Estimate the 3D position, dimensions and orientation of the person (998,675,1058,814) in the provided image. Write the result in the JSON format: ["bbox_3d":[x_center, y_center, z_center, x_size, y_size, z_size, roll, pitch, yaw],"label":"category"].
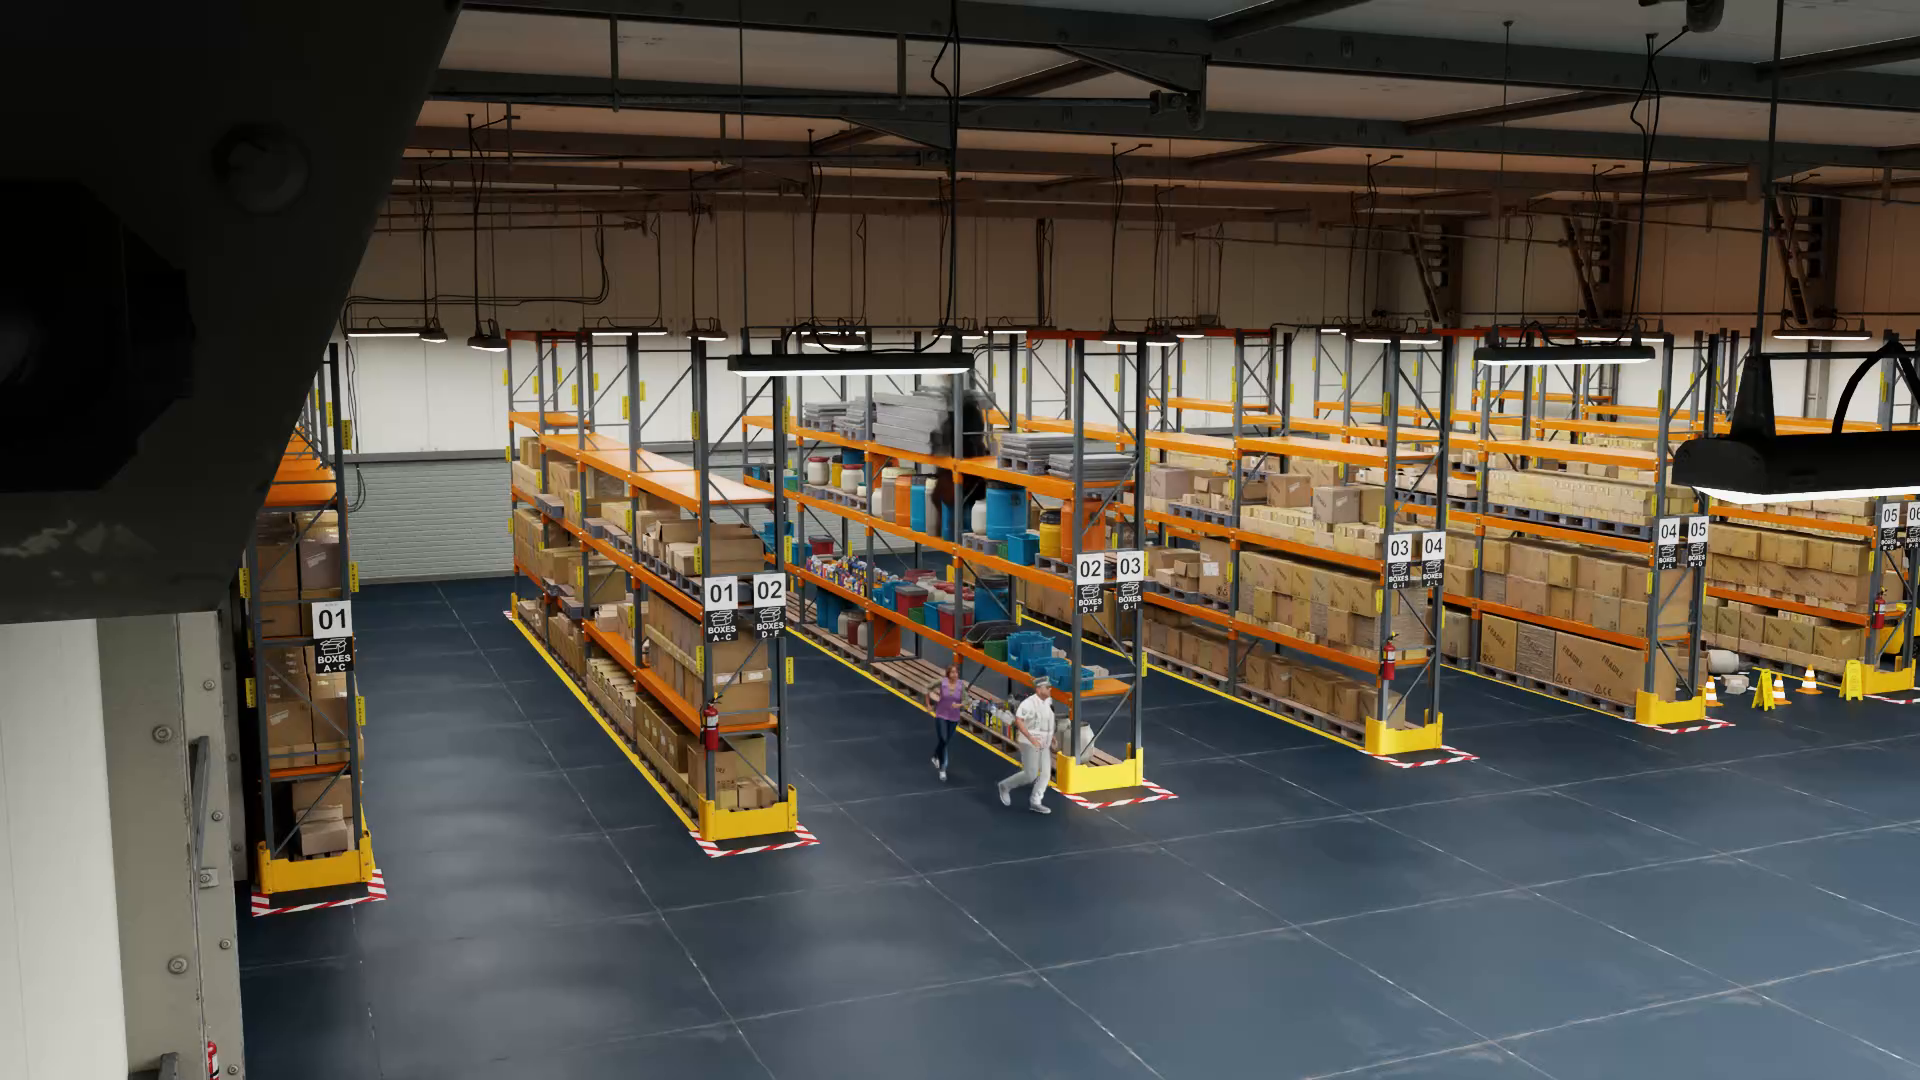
[{"bbox_3d":[0.960,2.581,21.357,0.744,1.725,0.717,6,10,39],"label":"person"}]

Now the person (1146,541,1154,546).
[{"bbox_3d":[3.890,0.867,34.310,0.557,1.715,0.760,-2,8,-17],"label":"person"}]

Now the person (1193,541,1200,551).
[{"bbox_3d":[6.041,-0.129,41.366,0.788,1.757,0.737,4,9,26],"label":"person"}]

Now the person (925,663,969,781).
[{"bbox_3d":[-0.175,2.481,22.839,0.565,1.643,0.720,-2,8,-14],"label":"person"}]
